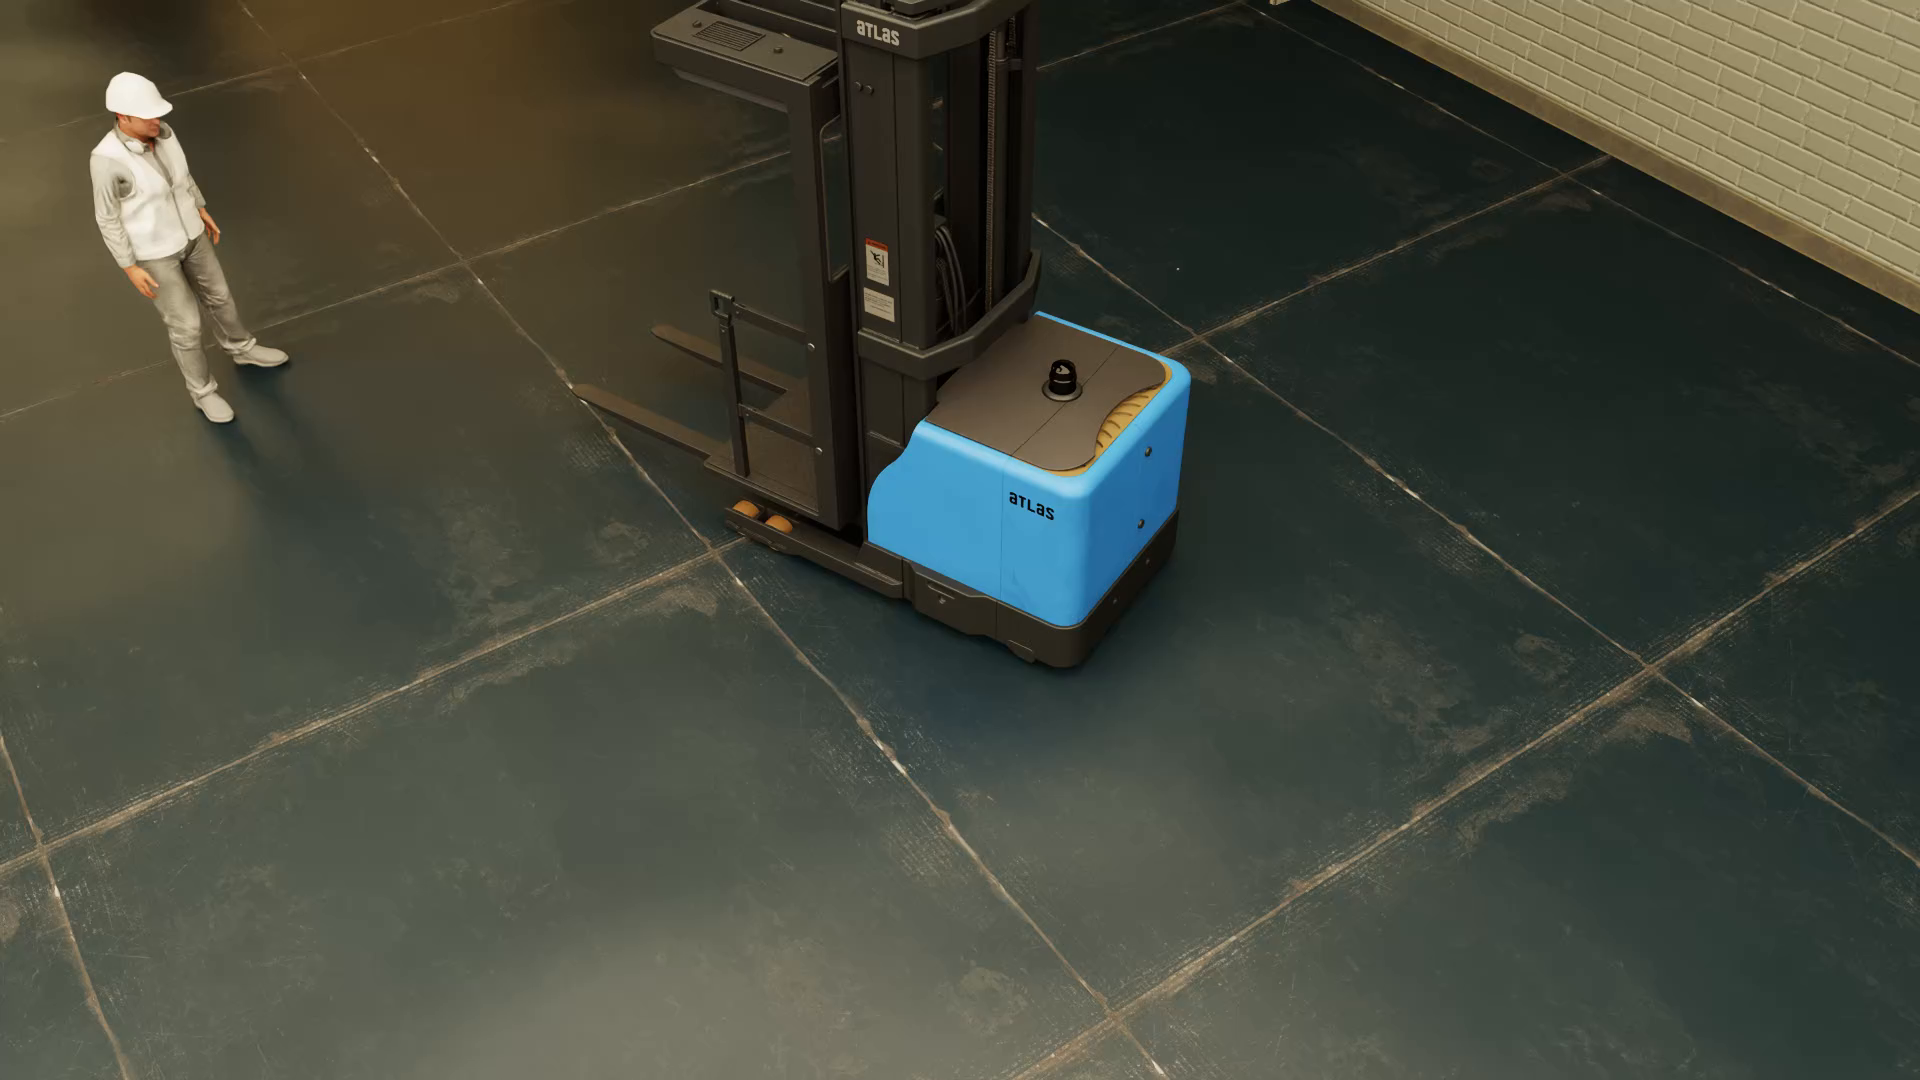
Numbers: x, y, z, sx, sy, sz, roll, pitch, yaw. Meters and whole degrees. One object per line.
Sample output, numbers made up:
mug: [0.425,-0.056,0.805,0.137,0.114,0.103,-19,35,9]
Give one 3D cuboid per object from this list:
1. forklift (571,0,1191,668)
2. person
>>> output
forklift: [-0.511,-1.302,7.129,3.031,2.935,1.130,24,48,24]
person: [-3.859,-1.458,8.155,0.464,1.775,0.650,12,44,13]
